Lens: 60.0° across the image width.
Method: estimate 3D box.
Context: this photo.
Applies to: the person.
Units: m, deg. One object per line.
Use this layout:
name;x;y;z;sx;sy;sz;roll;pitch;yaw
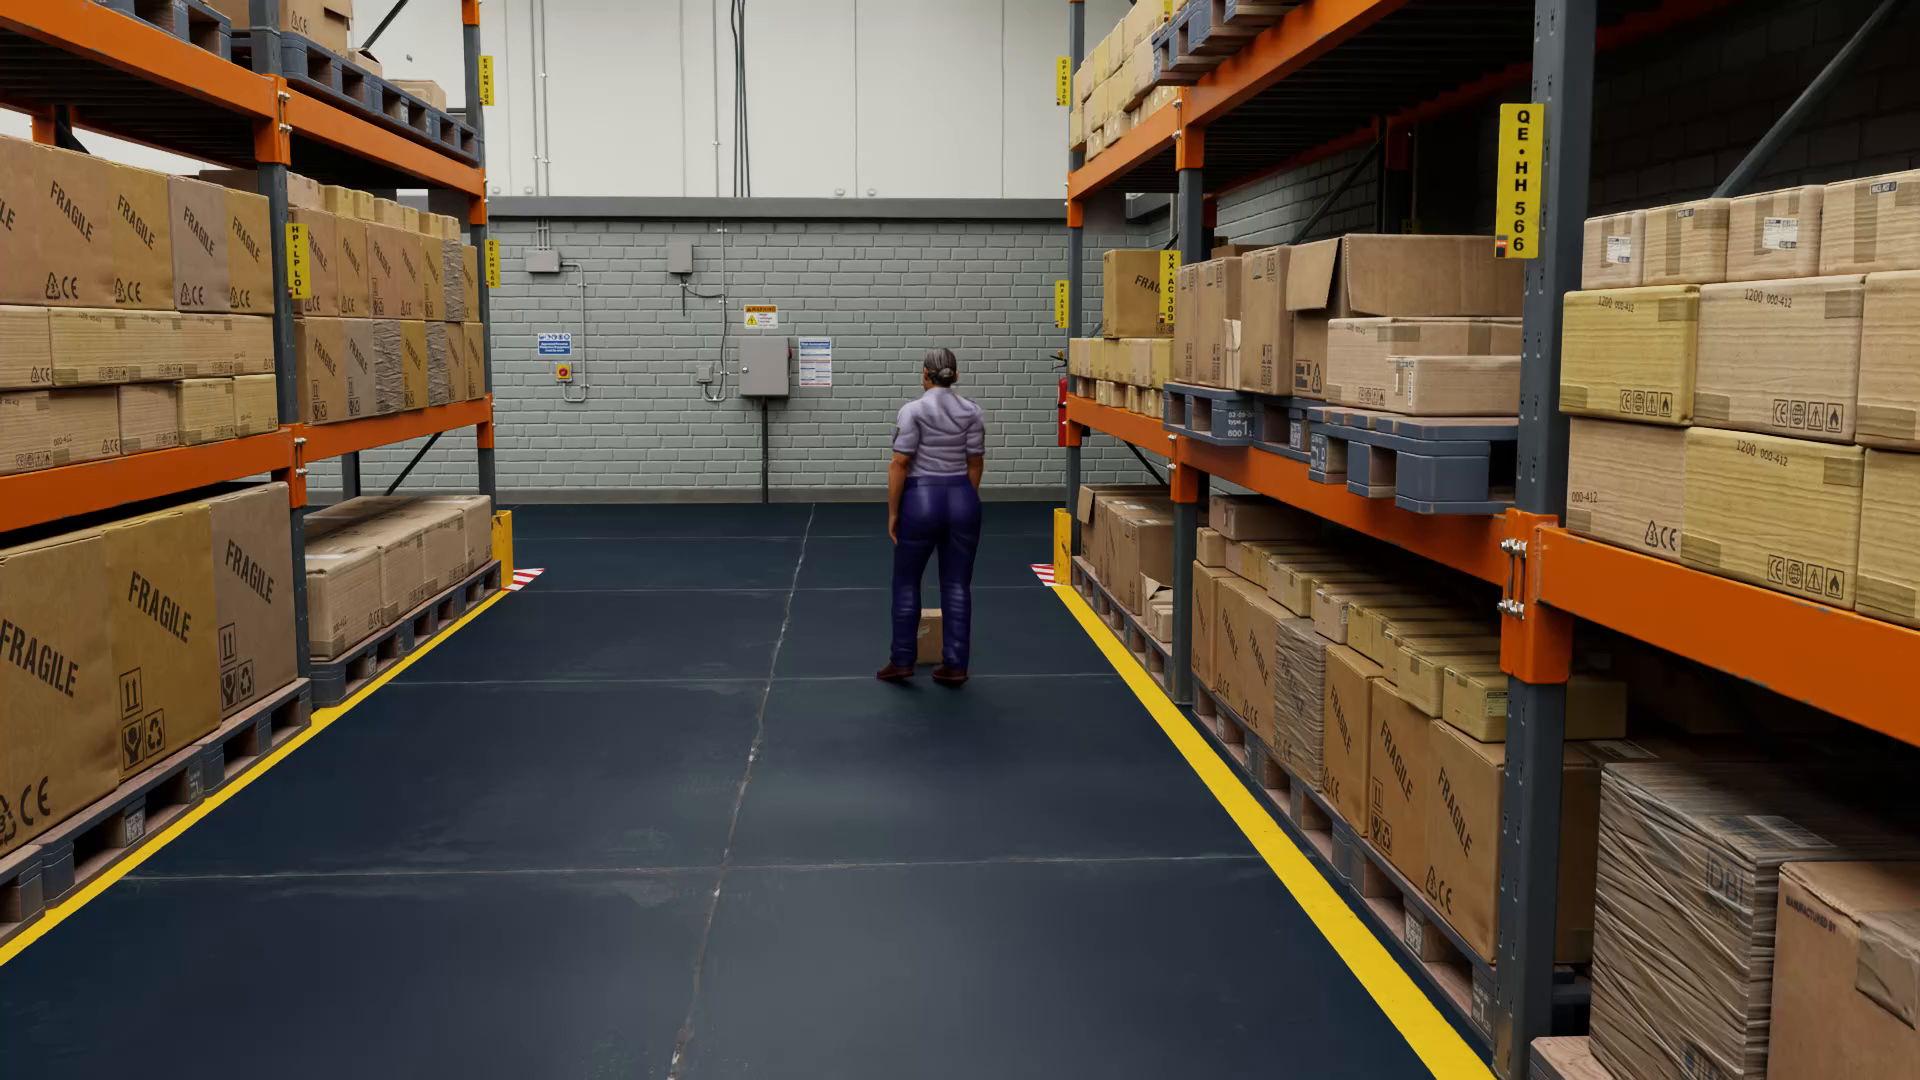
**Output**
person;-0.135;-0.113;8.233;0.497;1.674;0.497;-2;7;-19
